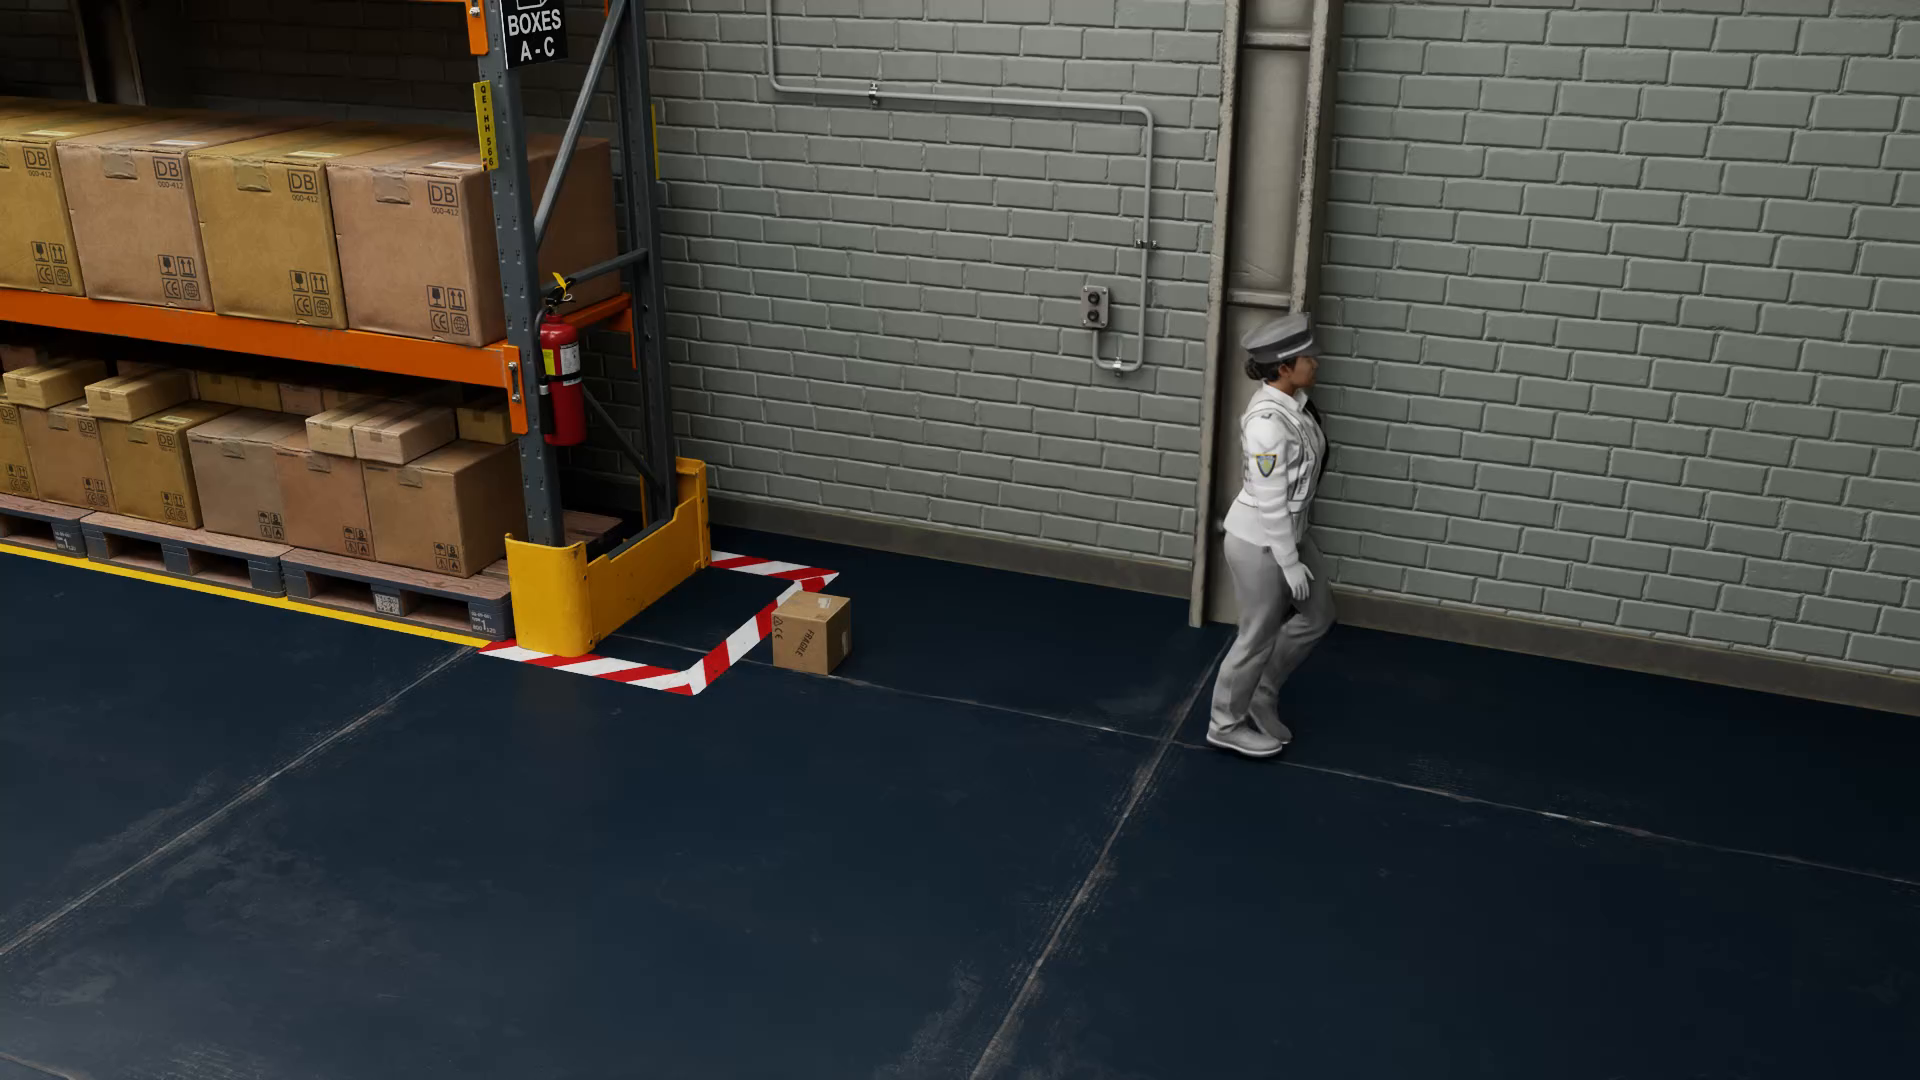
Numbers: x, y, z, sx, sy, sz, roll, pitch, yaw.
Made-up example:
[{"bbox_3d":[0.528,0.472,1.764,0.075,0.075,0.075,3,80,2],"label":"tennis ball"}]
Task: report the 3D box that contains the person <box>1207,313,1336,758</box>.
[{"bbox_3d":[1.160,0.014,6.023,0.416,1.715,0.495,8,24,20],"label":"person"}]
